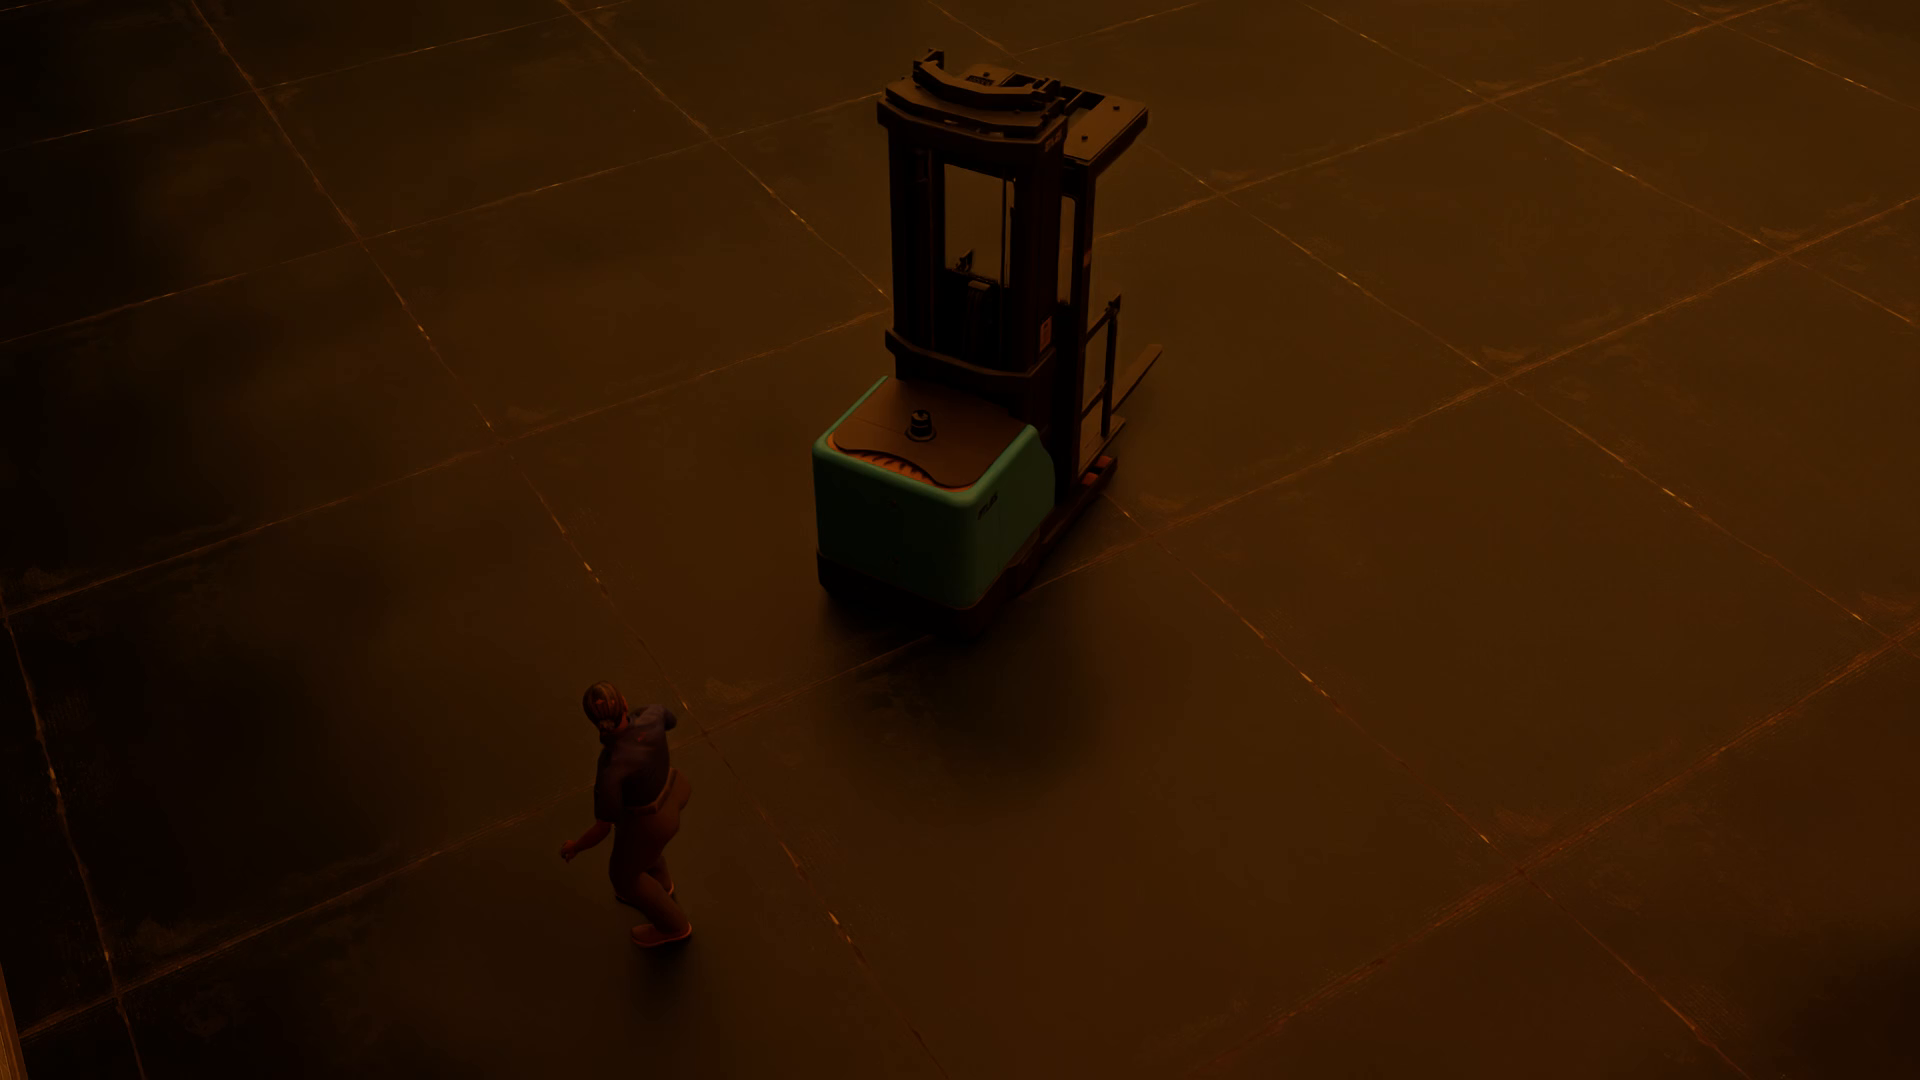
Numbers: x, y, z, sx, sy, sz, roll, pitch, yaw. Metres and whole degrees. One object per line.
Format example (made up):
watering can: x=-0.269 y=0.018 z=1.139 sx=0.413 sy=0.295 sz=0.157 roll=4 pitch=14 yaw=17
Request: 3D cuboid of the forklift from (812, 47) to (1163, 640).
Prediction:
forklift: x=0.338 y=-1.496 z=9.583 sx=1.130 sy=2.935 sz=3.031 roll=20 pitch=45 yaw=22

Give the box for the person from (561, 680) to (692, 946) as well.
person: x=-1.483 y=1.222 z=7.502 sx=0.471 sy=1.609 sz=0.678 roll=9 pitch=42 yaw=10
